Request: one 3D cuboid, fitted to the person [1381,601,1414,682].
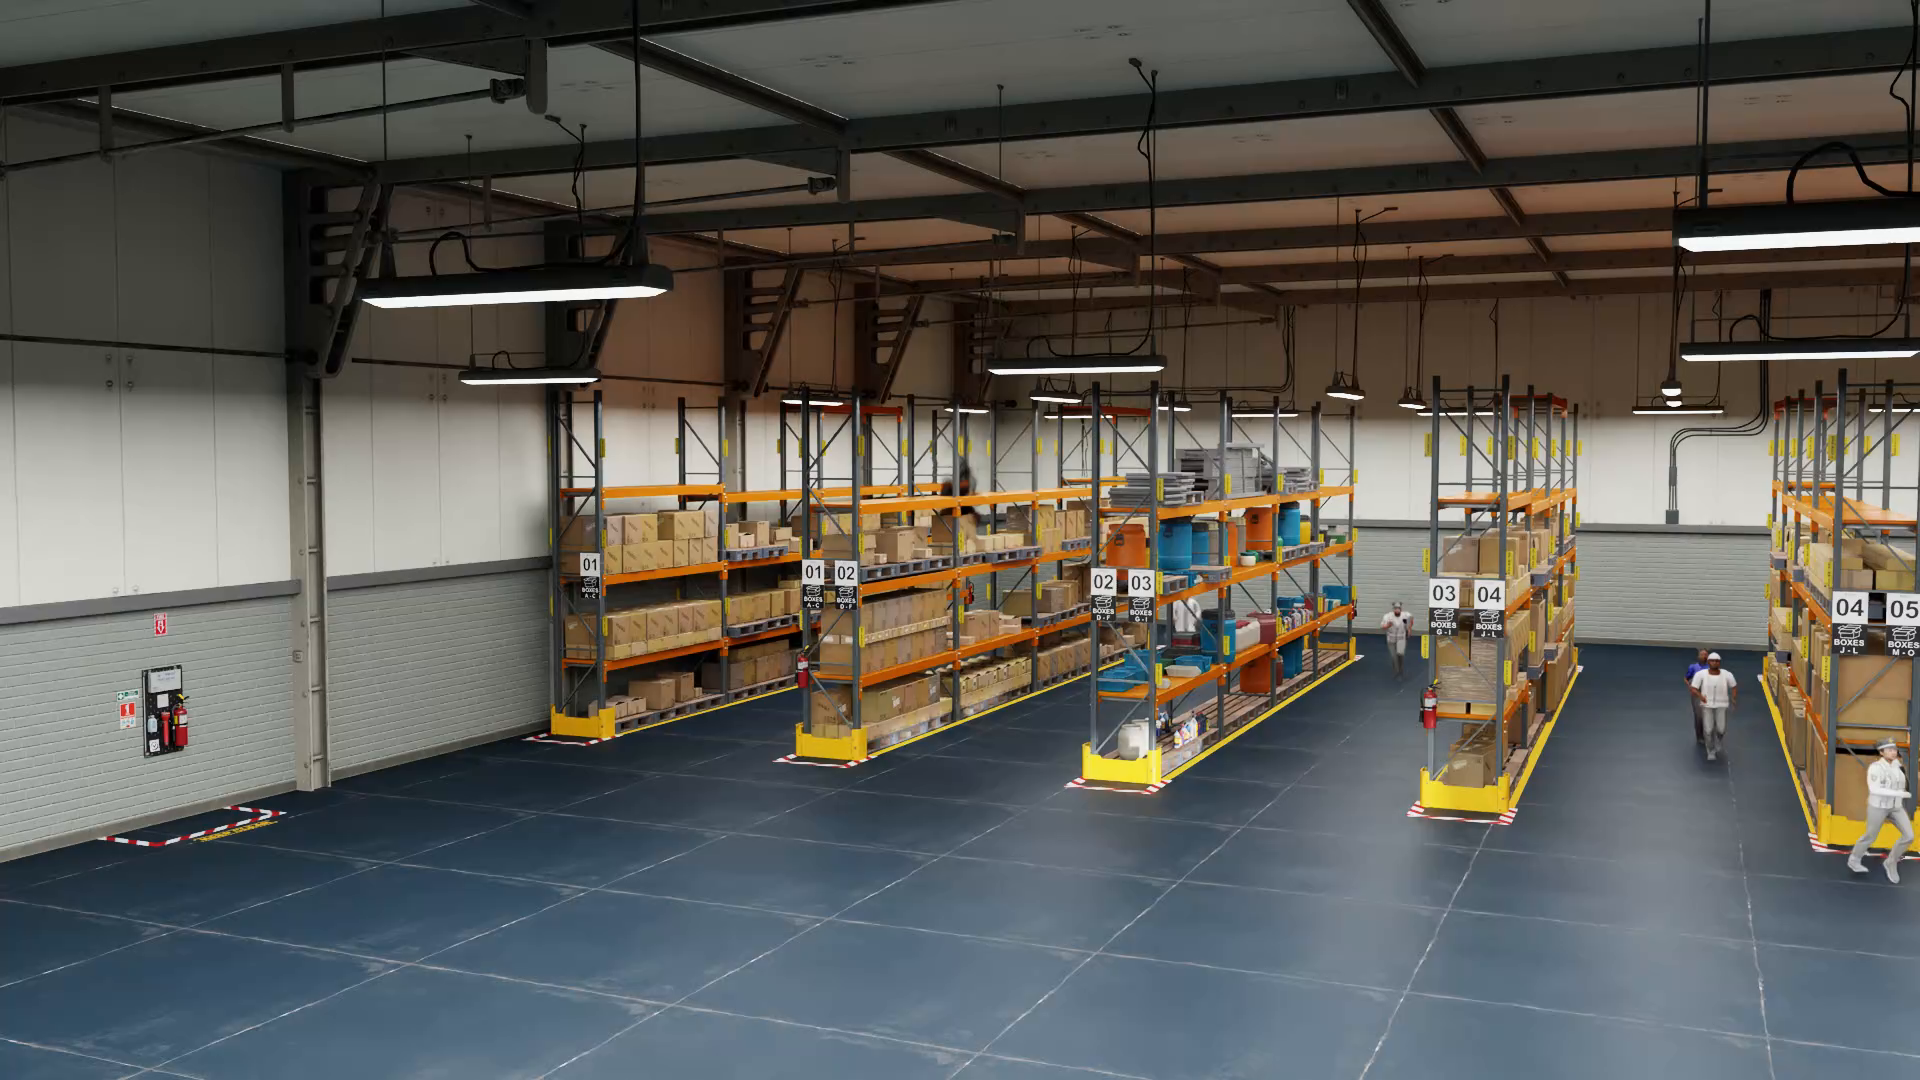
[{"bbox_3d":[9.393,2.166,35.725,0.644,1.744,0.928,1,3,20],"label":"person"}]

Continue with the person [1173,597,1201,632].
[{"bbox_3d":[5.256,2.002,38.754,0.713,1.746,0.776,0,3,6],"label":"person"}]

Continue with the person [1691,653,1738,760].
[{"bbox_3d":[12.095,2.669,26.669,0.698,1.723,0.579,1,3,22],"label":"person"}]

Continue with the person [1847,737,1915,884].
[{"bbox_3d":[10.683,3.093,19.176,0.620,1.691,0.835,-1,3,-13],"label":"person"}]

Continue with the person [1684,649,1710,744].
[{"bbox_3d":[12.574,2.642,28.175,0.574,1.603,0.546,1,3,20],"label":"person"}]
